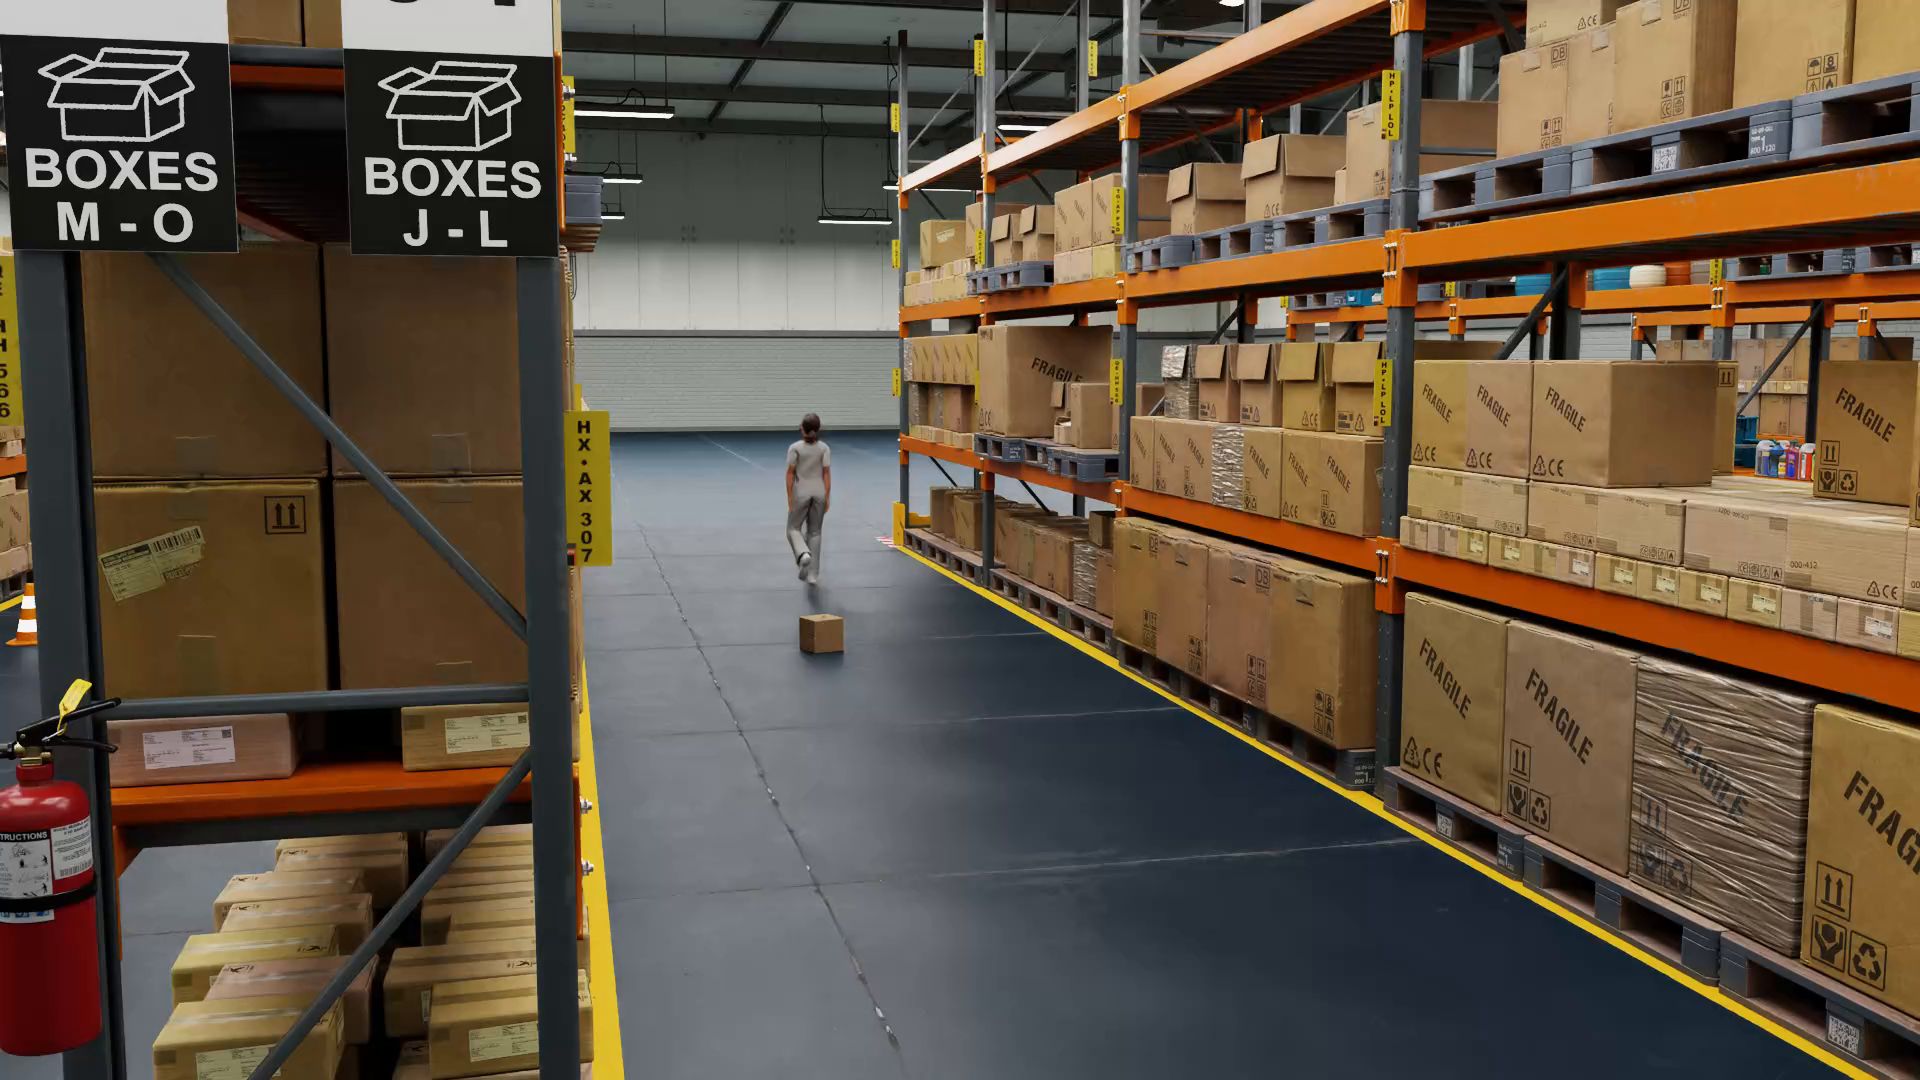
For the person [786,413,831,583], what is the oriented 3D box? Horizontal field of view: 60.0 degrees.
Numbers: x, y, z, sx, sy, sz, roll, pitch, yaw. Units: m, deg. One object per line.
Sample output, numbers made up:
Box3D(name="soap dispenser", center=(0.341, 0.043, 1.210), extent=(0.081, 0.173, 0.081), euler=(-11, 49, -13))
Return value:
Box3D(name="person", center=(-1.467, -0.389, 16.157), extent=(0.444, 1.637, 0.566), euler=(-2, 6, -16))
